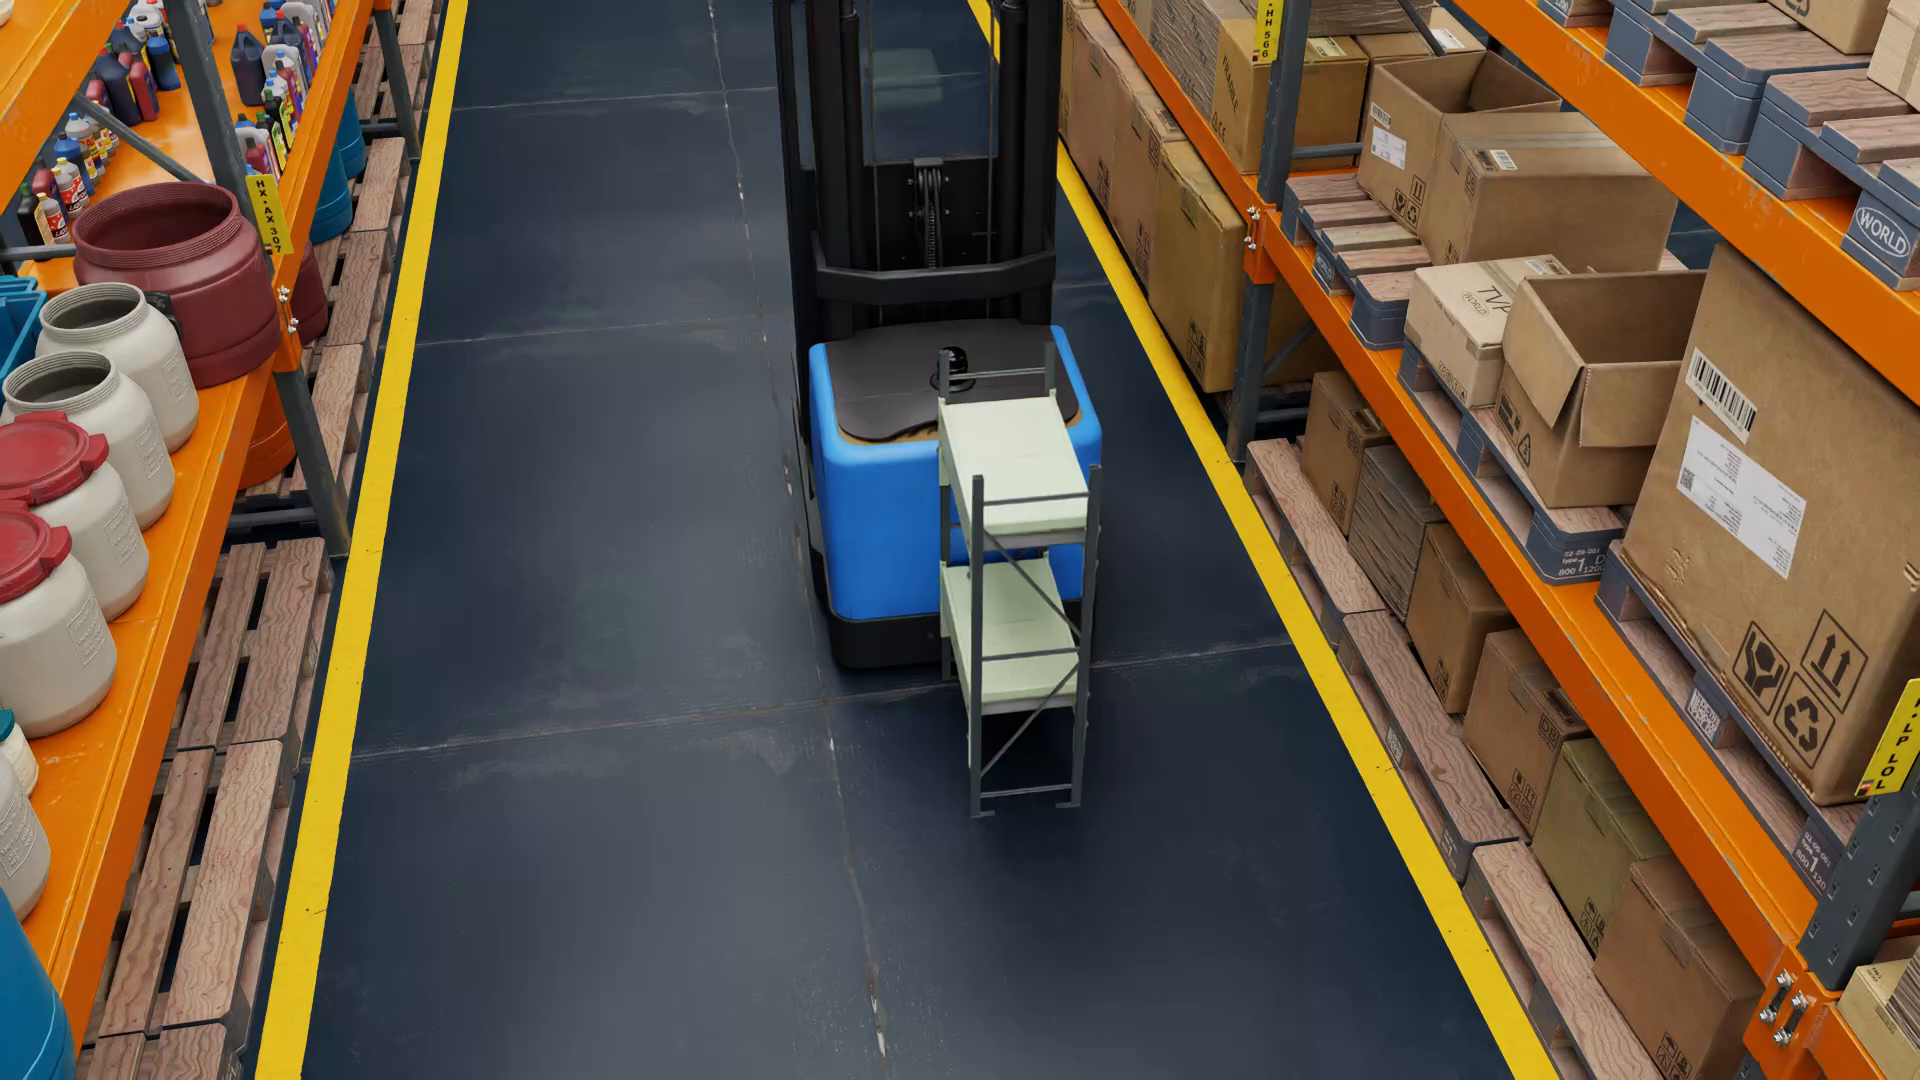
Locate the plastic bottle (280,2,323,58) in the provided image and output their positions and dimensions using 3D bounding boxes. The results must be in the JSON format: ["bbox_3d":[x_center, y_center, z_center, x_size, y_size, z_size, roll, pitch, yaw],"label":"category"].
[{"bbox_3d":[-3.227,-2.508,8.134,0.152,0.276,0.135,-6,38,-8],"label":"plastic bottle"}]

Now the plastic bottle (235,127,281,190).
[{"bbox_3d":[-2.969,-1.617,6.988,0.152,0.276,0.135,-6,38,-8],"label":"plastic bottle"}]

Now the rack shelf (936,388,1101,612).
[{"bbox_3d":[0.181,-0.147,5.581,0.431,0.370,0.720,-5,38,-7],"label":"rack shelf"}]

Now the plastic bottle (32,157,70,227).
[{"bbox_3d":[-3.661,-1.382,6.679,0.061,0.283,0.133,-6,38,-8],"label":"plastic bottle"}]

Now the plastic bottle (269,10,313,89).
[{"bbox_3d":[-3.155,-2.302,7.808,0.144,0.351,0.185,-6,38,-8],"label":"plastic bottle"}]

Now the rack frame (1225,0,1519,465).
[{"bbox_3d":[1.746,-1.623,6.895,1.000,3.000,0.127,-6,38,-8],"label":"rack frame"}]

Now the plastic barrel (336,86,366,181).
[{"bbox_3d":[-3.753,-2.513,9.408,0.600,0.901,0.708,-6,38,-8],"label":"plastic barrel"}]

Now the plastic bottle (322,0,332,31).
[{"bbox_3d":[-3.292,-2.729,8.419,0.152,0.276,0.135,-6,38,-8],"label":"plastic bottle"}]

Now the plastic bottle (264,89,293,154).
[{"bbox_3d":[-2.988,-1.845,7.275,0.061,0.283,0.133,-6,38,-8],"label":"plastic bottle"}]

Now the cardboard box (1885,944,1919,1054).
[{"bbox_3d":[2.465,0.914,3.304,0.875,0.500,0.500,-6,38,-8],"label":"cardboard box"}]

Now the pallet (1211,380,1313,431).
[{"bbox_3d":[1.682,-1.006,8.373,1.003,0.211,1.213,-6,38,-8],"label":"pallet"}]

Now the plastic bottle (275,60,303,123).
[{"bbox_3d":[-3.045,-2.043,7.530,0.061,0.283,0.133,-6,38,-8],"label":"plastic bottle"}]

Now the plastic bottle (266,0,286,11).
[{"bbox_3d":[-3.388,-2.621,8.284,0.097,0.271,0.097,0,38,0],"label":"plastic bottle"}]

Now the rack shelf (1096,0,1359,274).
[{"bbox_3d":[1.396,-2.547,8.670,1.077,0.370,4.000,-6,38,-8],"label":"rack shelf"}]

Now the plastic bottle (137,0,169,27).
[{"bbox_3d":[-3.963,-2.578,8.224,0.152,0.276,0.135,-6,38,-8],"label":"plastic bottle"}]

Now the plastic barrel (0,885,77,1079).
[{"bbox_3d":[-2.198,0.862,3.287,0.600,0.901,0.708,-6,38,-8],"label":"plastic barrel"}]

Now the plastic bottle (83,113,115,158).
[{"bbox_3d":[-3.766,-1.774,7.251,0.097,0.201,0.097,0,38,0],"label":"plastic bottle"}]

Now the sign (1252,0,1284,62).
[{"bbox_3d":[1.200,-2.019,6.460,0.100,0.325,0.005,-6,38,-8],"label":"sign"}]

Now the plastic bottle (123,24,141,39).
[{"bbox_3d":[-3.912,-2.304,7.876,0.097,0.271,0.097,0,38,0],"label":"plastic bottle"}]

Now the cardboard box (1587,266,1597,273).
[{"bbox_3d":[2.304,-0.758,5.548,0.396,0.266,0.258,-7,38,-9],"label":"cardboard box"}]

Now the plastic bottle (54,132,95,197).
[{"bbox_3d":[-3.698,-1.567,6.927,0.097,0.271,0.097,0,38,0],"label":"plastic bottle"}]

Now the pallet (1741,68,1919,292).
[{"bbox_3d":[2.444,-0.702,3.417,1.213,0.211,1.003,-6,38,-8],"label":"pallet"}]

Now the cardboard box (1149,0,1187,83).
[{"bbox_3d":[1.240,-2.549,8.005,0.500,0.500,0.500,-7,38,-9],"label":"cardboard box"}]

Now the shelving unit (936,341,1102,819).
[{"bbox_3d":[0.181,0.161,5.820,0.431,1.500,0.755,-5,38,-7],"label":"shelving unit"}]

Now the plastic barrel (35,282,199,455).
[{"bbox_3d":[-2.739,-0.536,5.404,0.421,0.512,0.421,0,38,0],"label":"plastic barrel"}]

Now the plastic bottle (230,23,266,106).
[{"bbox_3d":[-3.281,-2.204,7.682,0.144,0.351,0.185,-6,38,-8],"label":"plastic bottle"}]

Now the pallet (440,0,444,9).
[{"bbox_3d":[-4.426,-4.319,12.637,1.003,0.211,1.213,-6,38,-8],"label":"pallet"}]

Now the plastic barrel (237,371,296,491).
[{"bbox_3d":[-3.233,-0.693,7.124,0.600,0.830,0.708,-6,38,-8],"label":"plastic barrel"}]

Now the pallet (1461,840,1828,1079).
[{"bbox_3d":[2.309,1.424,5.245,1.003,0.211,1.213,-6,38,-8],"label":"pallet"}]

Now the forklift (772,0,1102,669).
[{"bbox_3d":[-0.193,-1.556,6.863,1.130,2.935,3.031,-5,38,-7],"label":"forklift"}]

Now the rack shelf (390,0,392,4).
[{"bbox_3d":[-4.182,-4.431,11.094,1.077,0.370,4.000,-6,38,-8],"label":"rack shelf"}]

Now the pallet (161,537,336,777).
[{"bbox_3d":[-3.032,0.483,6.457,1.003,0.211,1.213,-6,38,-8],"label":"pallet"}]

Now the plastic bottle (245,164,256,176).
[{"bbox_3d":[-2.881,-1.409,6.723,0.097,0.271,0.097,0,38,0],"label":"plastic bottle"}]

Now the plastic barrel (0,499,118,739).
[{"bbox_3d":[-2.509,0.227,4.402,0.433,0.535,0.433,0,38,0],"label":"plastic barrel"}]

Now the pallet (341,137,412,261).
[{"bbox_3d":[-3.737,-1.935,9.568,1.003,0.211,1.213,-6,38,-8],"label":"pallet"}]

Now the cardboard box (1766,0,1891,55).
[{"bbox_3d":[2.296,-1.462,3.815,0.797,0.503,0.637,-5,38,-6],"label":"cardboard box"}]

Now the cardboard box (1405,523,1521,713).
[{"bbox_3d":[2.099,0.268,6.139,0.700,0.500,0.500,-3,38,-4],"label":"cardboard box"}]

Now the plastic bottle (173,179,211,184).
[{"bbox_3d":[-3.037,-1.321,6.607,0.152,0.276,0.135,-6,38,-8],"label":"plastic bottle"}]

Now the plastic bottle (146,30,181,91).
[{"bbox_3d":[-3.753,-2.261,7.820,0.097,0.271,0.097,0,38,0],"label":"plastic bottle"}]

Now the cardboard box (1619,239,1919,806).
[{"bbox_3d":[2.446,-0.105,4.109,1.000,1.000,1.000,-6,38,-8],"label":"cardboard box"}]

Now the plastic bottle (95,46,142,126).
[{"bbox_3d":[-3.808,-2.061,7.497,0.144,0.351,0.185,-6,38,-8],"label":"plastic bottle"}]

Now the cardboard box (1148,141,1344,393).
[{"bbox_3d":[1.646,-1.369,7.957,1.225,0.875,0.875,-8,39,-10],"label":"cardboard box"}]

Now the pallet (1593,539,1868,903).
[{"bbox_3d":[2.457,0.391,4.458,1.003,0.211,1.213,-6,38,-8],"label":"pallet"}]

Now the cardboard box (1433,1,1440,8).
[{"bbox_3d":[1.836,-2.297,7.680,0.500,0.500,0.500,-7,38,-9],"label":"cardboard box"}]

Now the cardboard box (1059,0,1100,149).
[{"bbox_3d":[1.177,-2.982,10.033,1.225,0.875,0.875,-6,38,-8],"label":"cardboard box"}]

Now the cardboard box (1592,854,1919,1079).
[{"bbox_3d":[2.361,1.233,4.897,0.700,0.500,0.500,-9,39,-11],"label":"cardboard box"}]

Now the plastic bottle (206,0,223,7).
[{"bbox_3d":[-3.942,-2.911,8.714,0.097,0.201,0.097,0,38,0],"label":"plastic bottle"}]
